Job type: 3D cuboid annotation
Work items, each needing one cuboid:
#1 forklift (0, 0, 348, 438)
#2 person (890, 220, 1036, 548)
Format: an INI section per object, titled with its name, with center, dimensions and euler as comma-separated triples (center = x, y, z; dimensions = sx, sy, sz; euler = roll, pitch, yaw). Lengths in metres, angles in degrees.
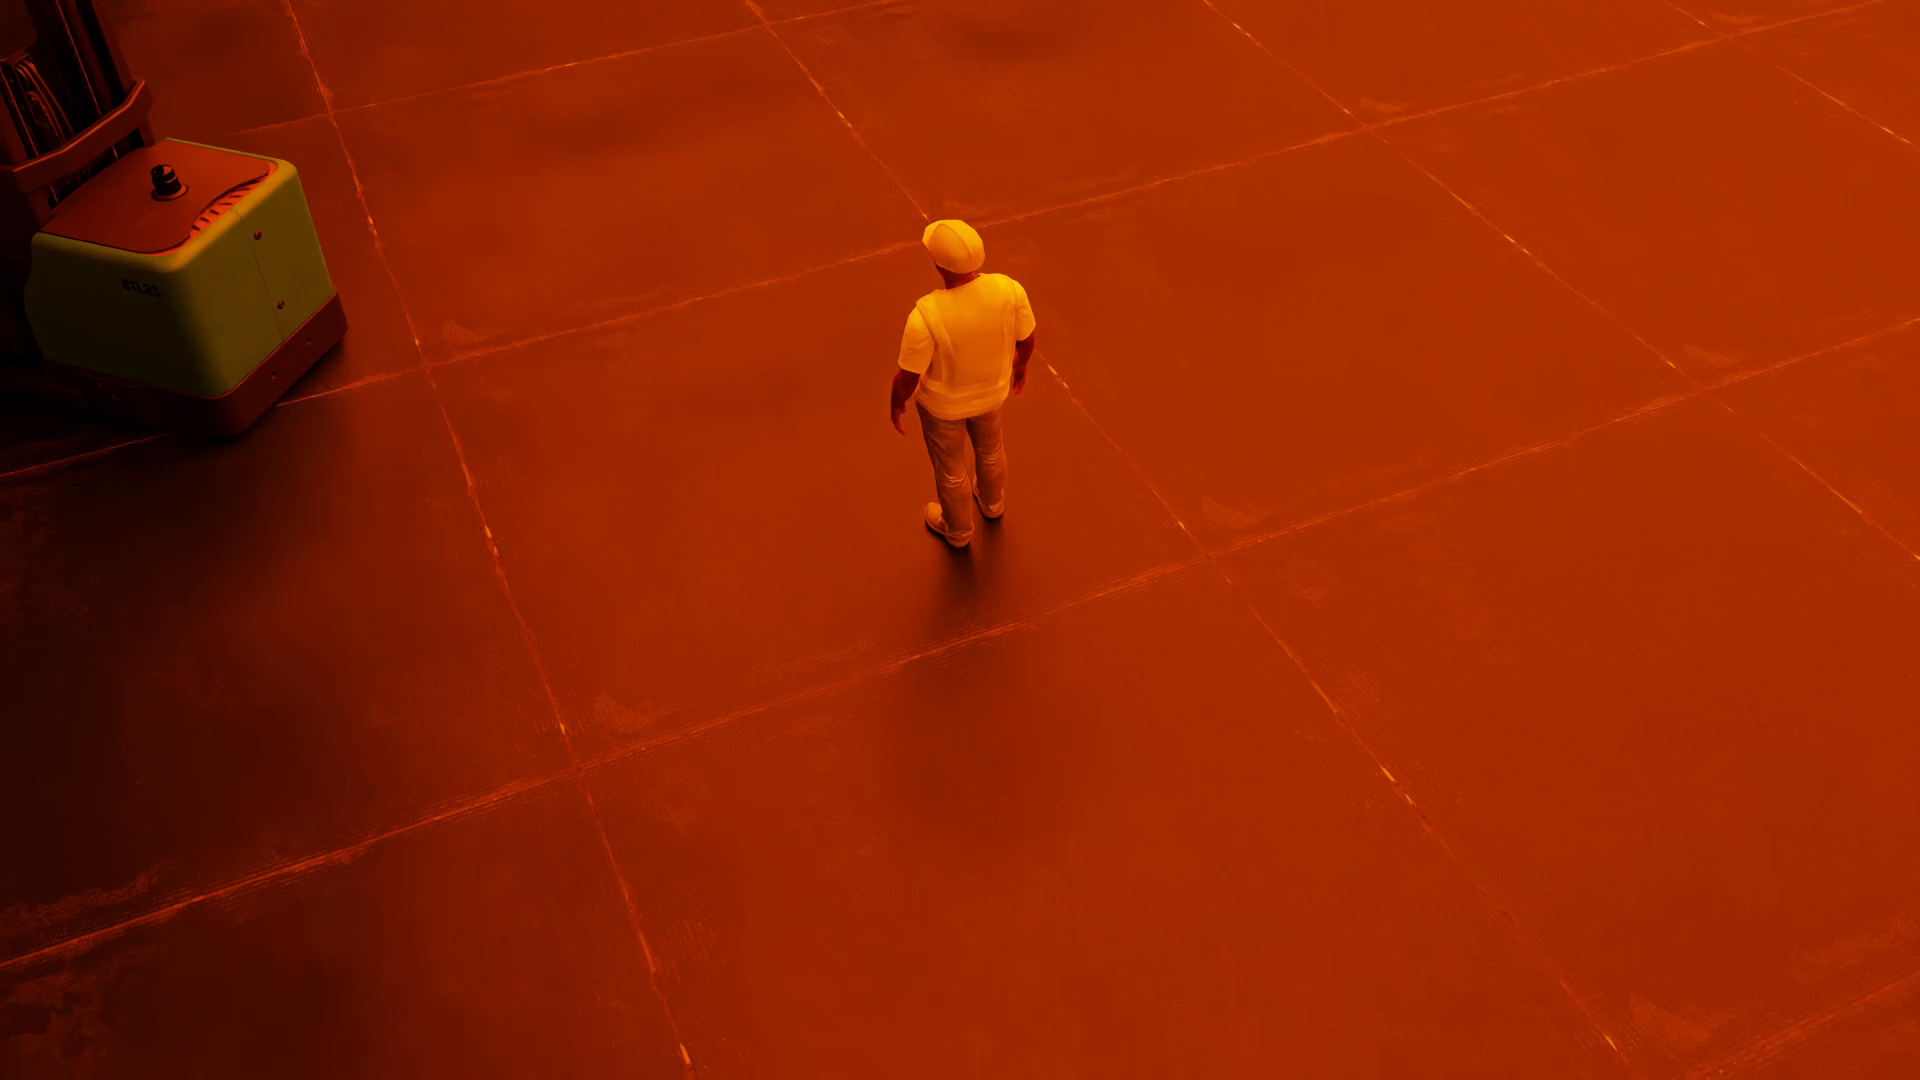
[forklift]
center = -4.861, -2.185, 8.021
dimensions = 3.031, 2.935, 1.130
euler = 13, 45, 14
[person]
center = -0.023, -0.696, 7.269
dimensions = 0.665, 1.765, 0.577
euler = -18, 46, -18
